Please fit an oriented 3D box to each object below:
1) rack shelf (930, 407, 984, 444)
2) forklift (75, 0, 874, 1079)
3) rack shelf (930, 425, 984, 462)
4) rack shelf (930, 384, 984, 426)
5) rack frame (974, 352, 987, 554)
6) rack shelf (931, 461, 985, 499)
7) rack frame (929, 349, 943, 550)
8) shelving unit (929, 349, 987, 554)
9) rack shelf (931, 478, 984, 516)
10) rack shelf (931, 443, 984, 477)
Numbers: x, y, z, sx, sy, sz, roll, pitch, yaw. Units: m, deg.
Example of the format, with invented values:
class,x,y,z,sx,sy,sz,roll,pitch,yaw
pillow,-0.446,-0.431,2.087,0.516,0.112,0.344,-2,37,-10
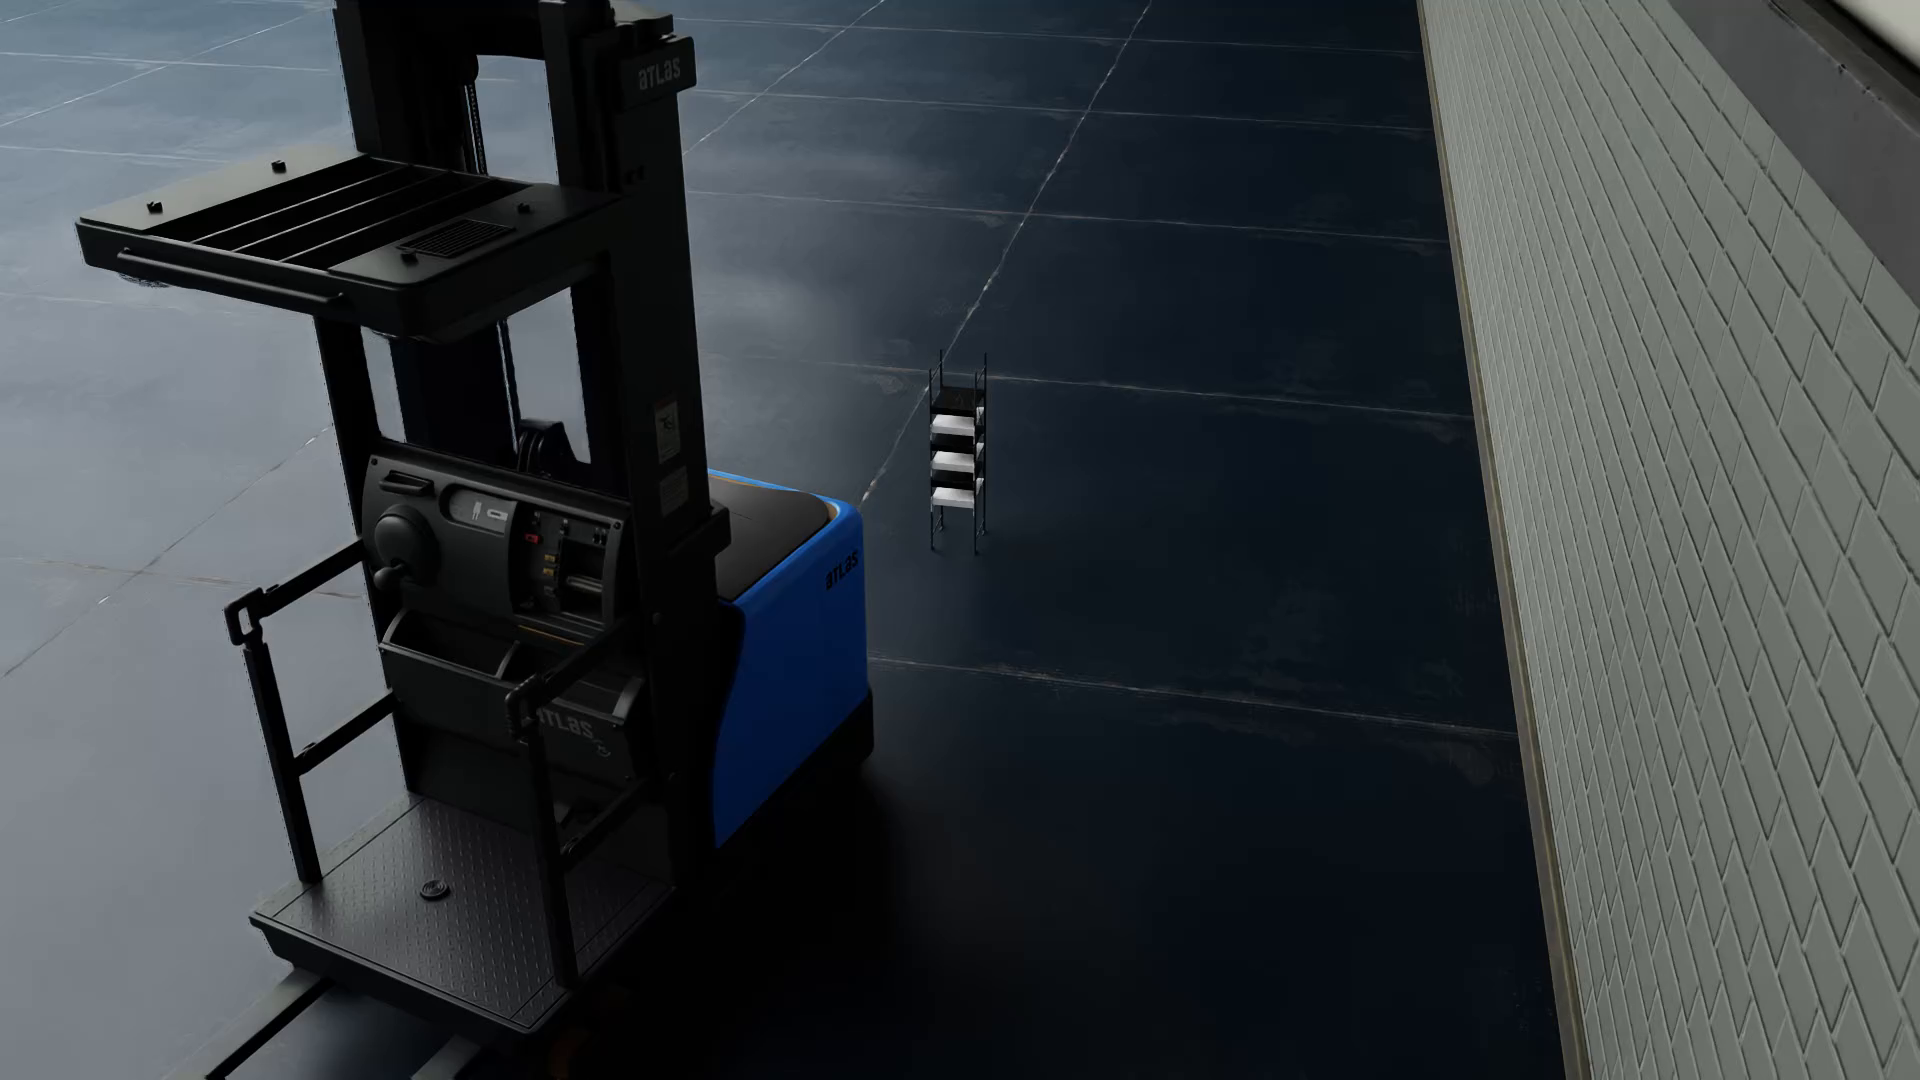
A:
class,x,y,z,sx,sy,sz,roll,pitch,yaw
rack shelf,-0.008,-0.524,7.465,0.200,0.077,0.258,6,29,11
forklift,-1.436,0.059,4.590,1.130,2.935,3.031,14,32,23
rack shelf,-0.008,-0.445,7.508,0.200,0.077,0.258,6,29,11
rack shelf,-0.008,-0.603,7.422,0.200,0.077,0.258,6,29,11
rack frame,0.091,-0.385,7.517,0.006,0.900,0.240,6,29,11
rack shelf,-0.008,-0.287,7.595,0.200,0.077,0.258,6,29,11
rack frame,-0.107,-0.406,7.554,0.006,0.900,0.240,6,29,11
shelving unit,-0.008,-0.396,7.535,0.210,0.900,0.258,6,29,11
rack shelf,-0.008,-0.208,7.638,0.200,0.077,0.258,6,29,11
rack shelf,-0.008,-0.366,7.551,0.200,0.077,0.258,6,29,11
